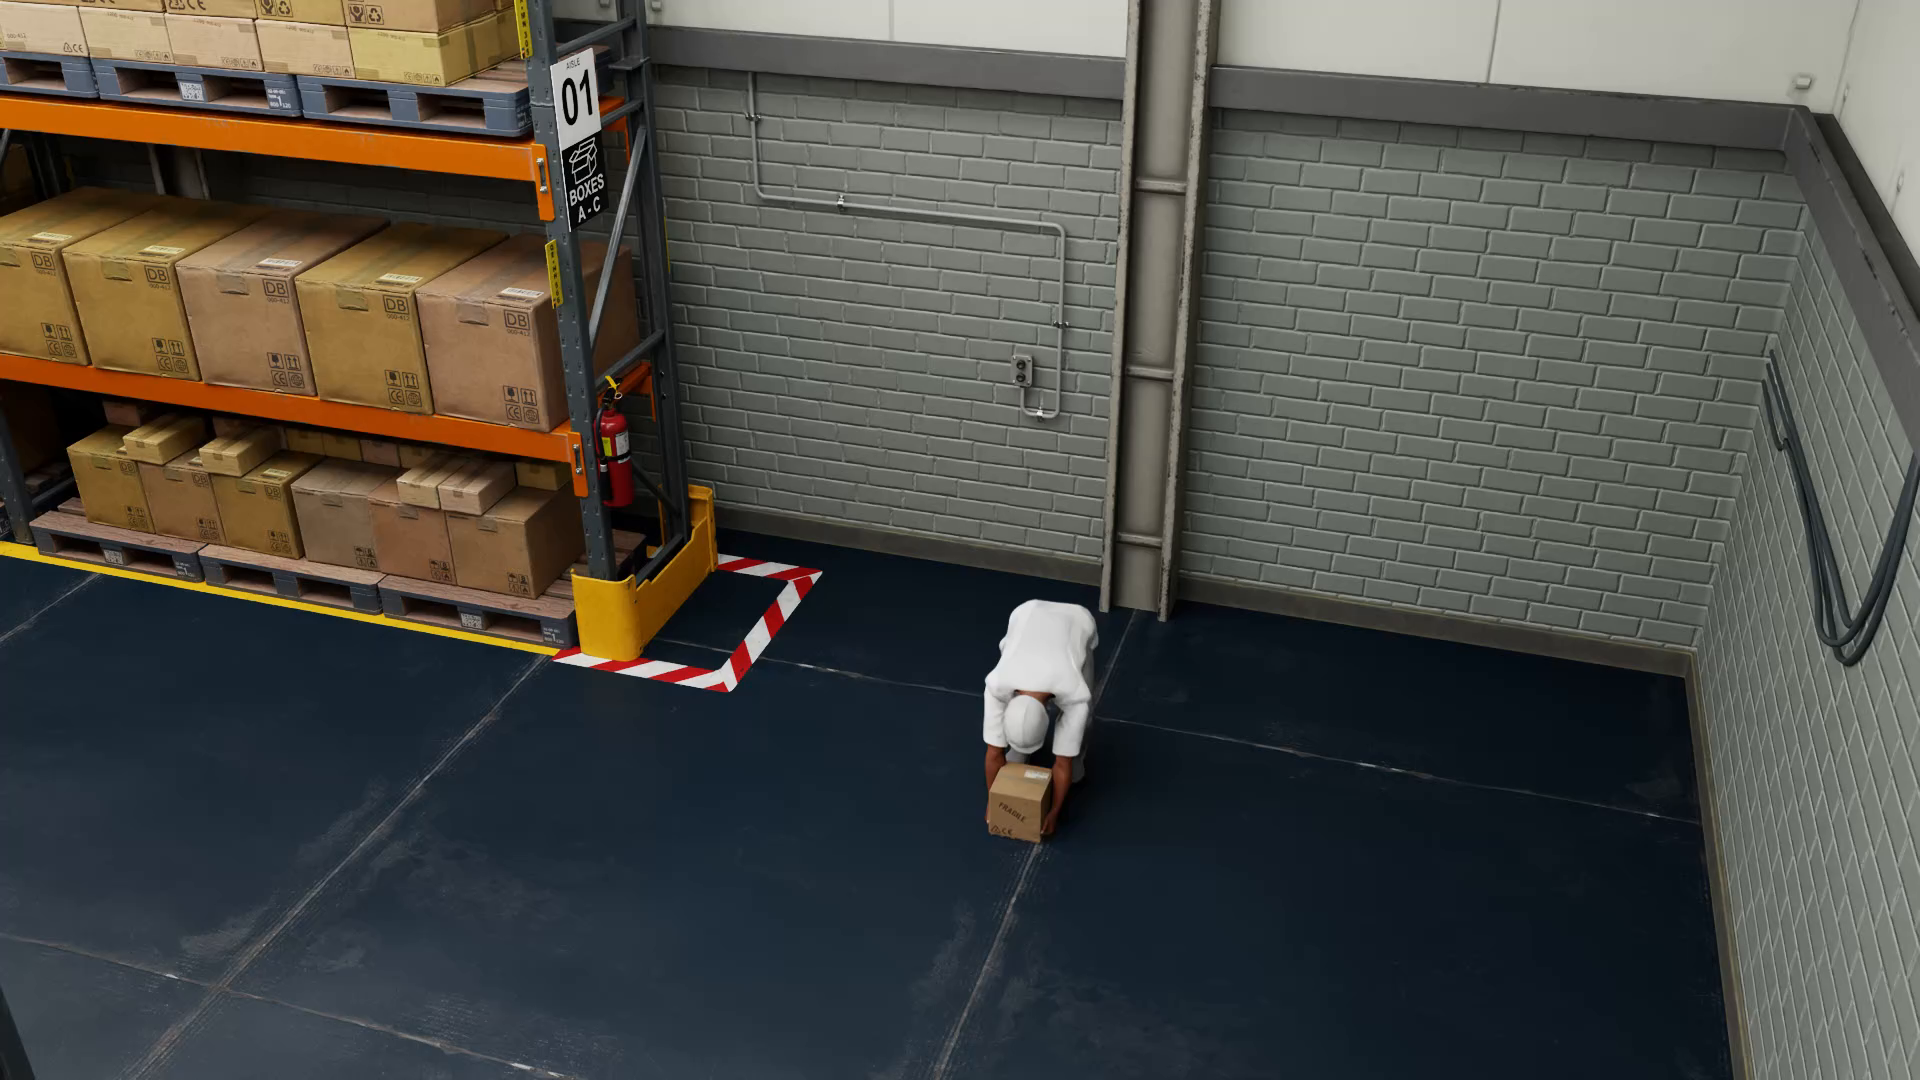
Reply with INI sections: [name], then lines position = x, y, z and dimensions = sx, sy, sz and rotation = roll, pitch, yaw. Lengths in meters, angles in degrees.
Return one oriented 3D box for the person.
[person]
position = 0.392, 0.836, 7.935
dimensions = 0.503, 0.862, 0.977
rotation = 7, 30, 13
